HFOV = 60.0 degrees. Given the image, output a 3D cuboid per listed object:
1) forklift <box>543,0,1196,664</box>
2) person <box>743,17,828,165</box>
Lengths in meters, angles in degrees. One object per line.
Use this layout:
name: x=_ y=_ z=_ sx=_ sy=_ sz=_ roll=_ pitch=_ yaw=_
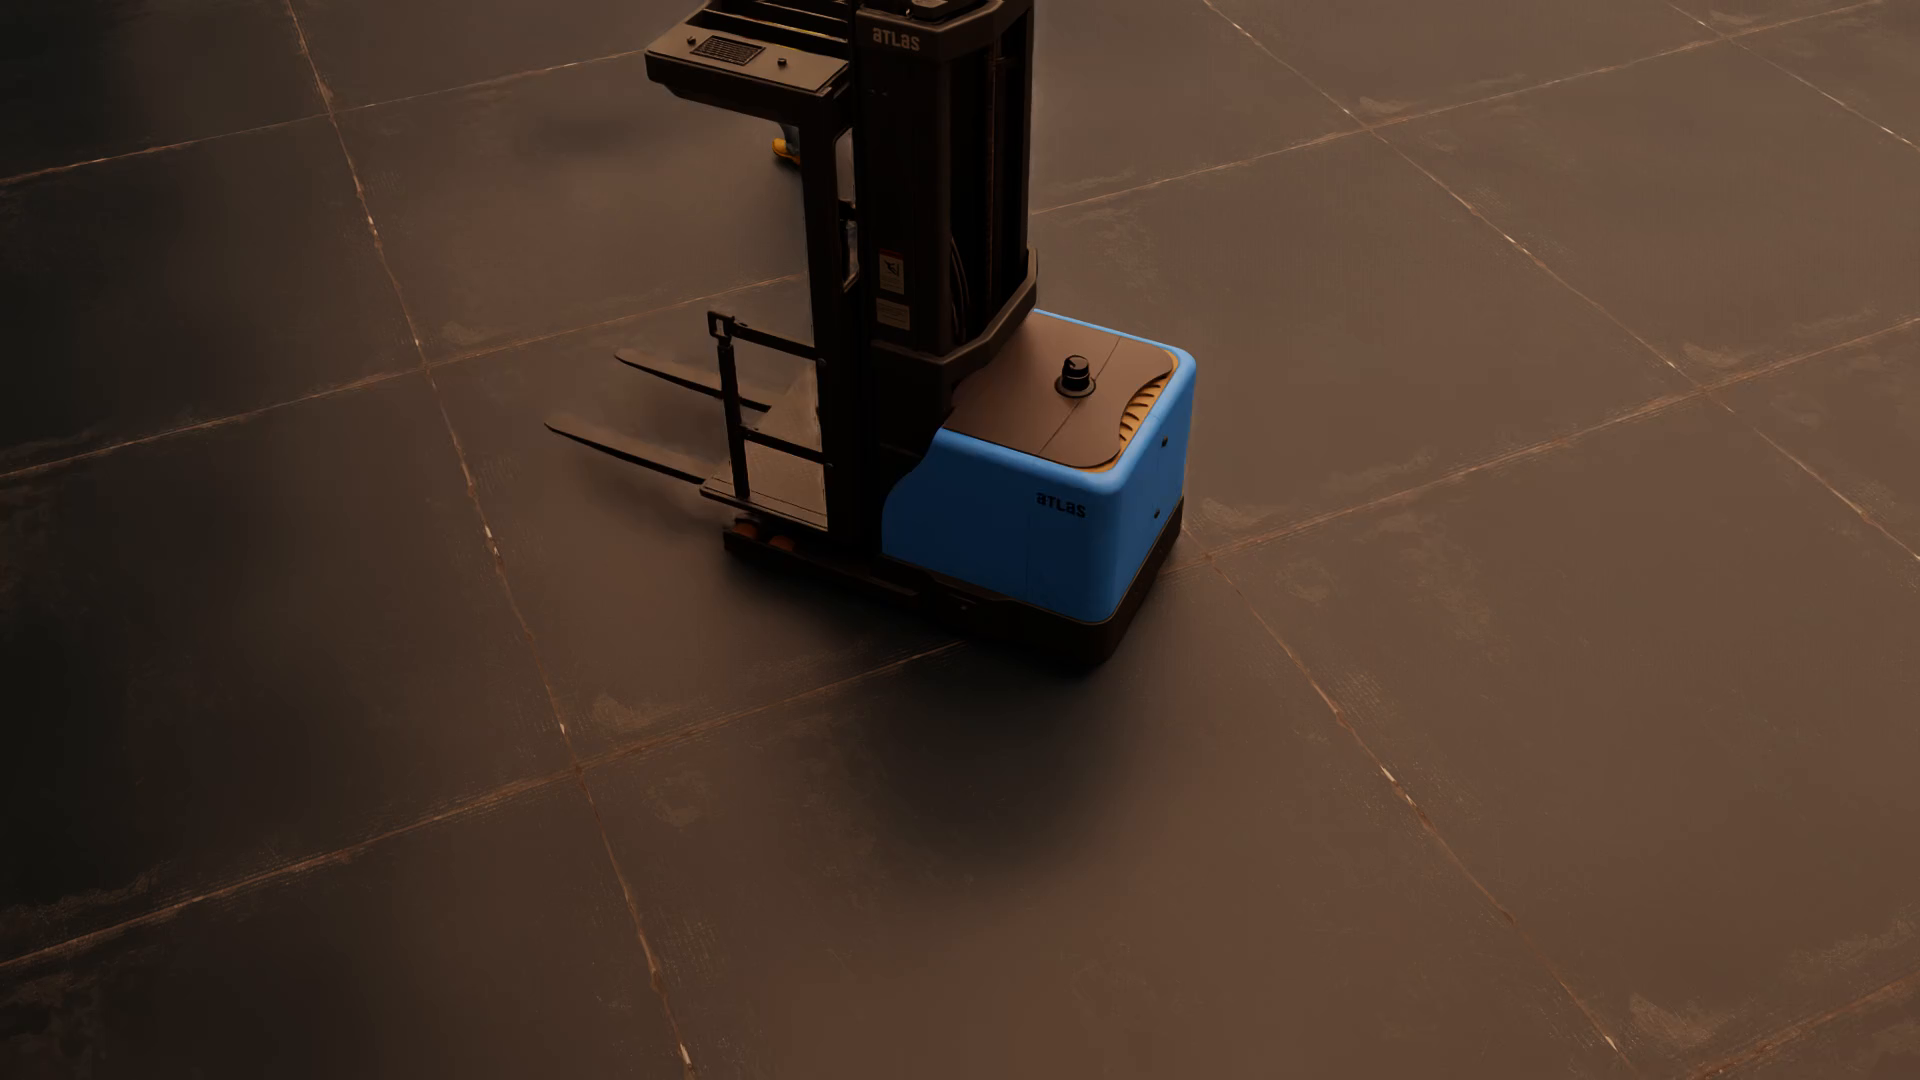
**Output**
forklift: x=-0.529 y=-1.234 z=7.003 sx=3.031 sy=2.935 sz=1.130 roll=18 pitch=46 yaw=19
person: x=-1.007 y=-3.009 z=9.749 sx=0.666 sy=1.762 sz=0.590 roll=-28 pitch=50 yaw=-27
